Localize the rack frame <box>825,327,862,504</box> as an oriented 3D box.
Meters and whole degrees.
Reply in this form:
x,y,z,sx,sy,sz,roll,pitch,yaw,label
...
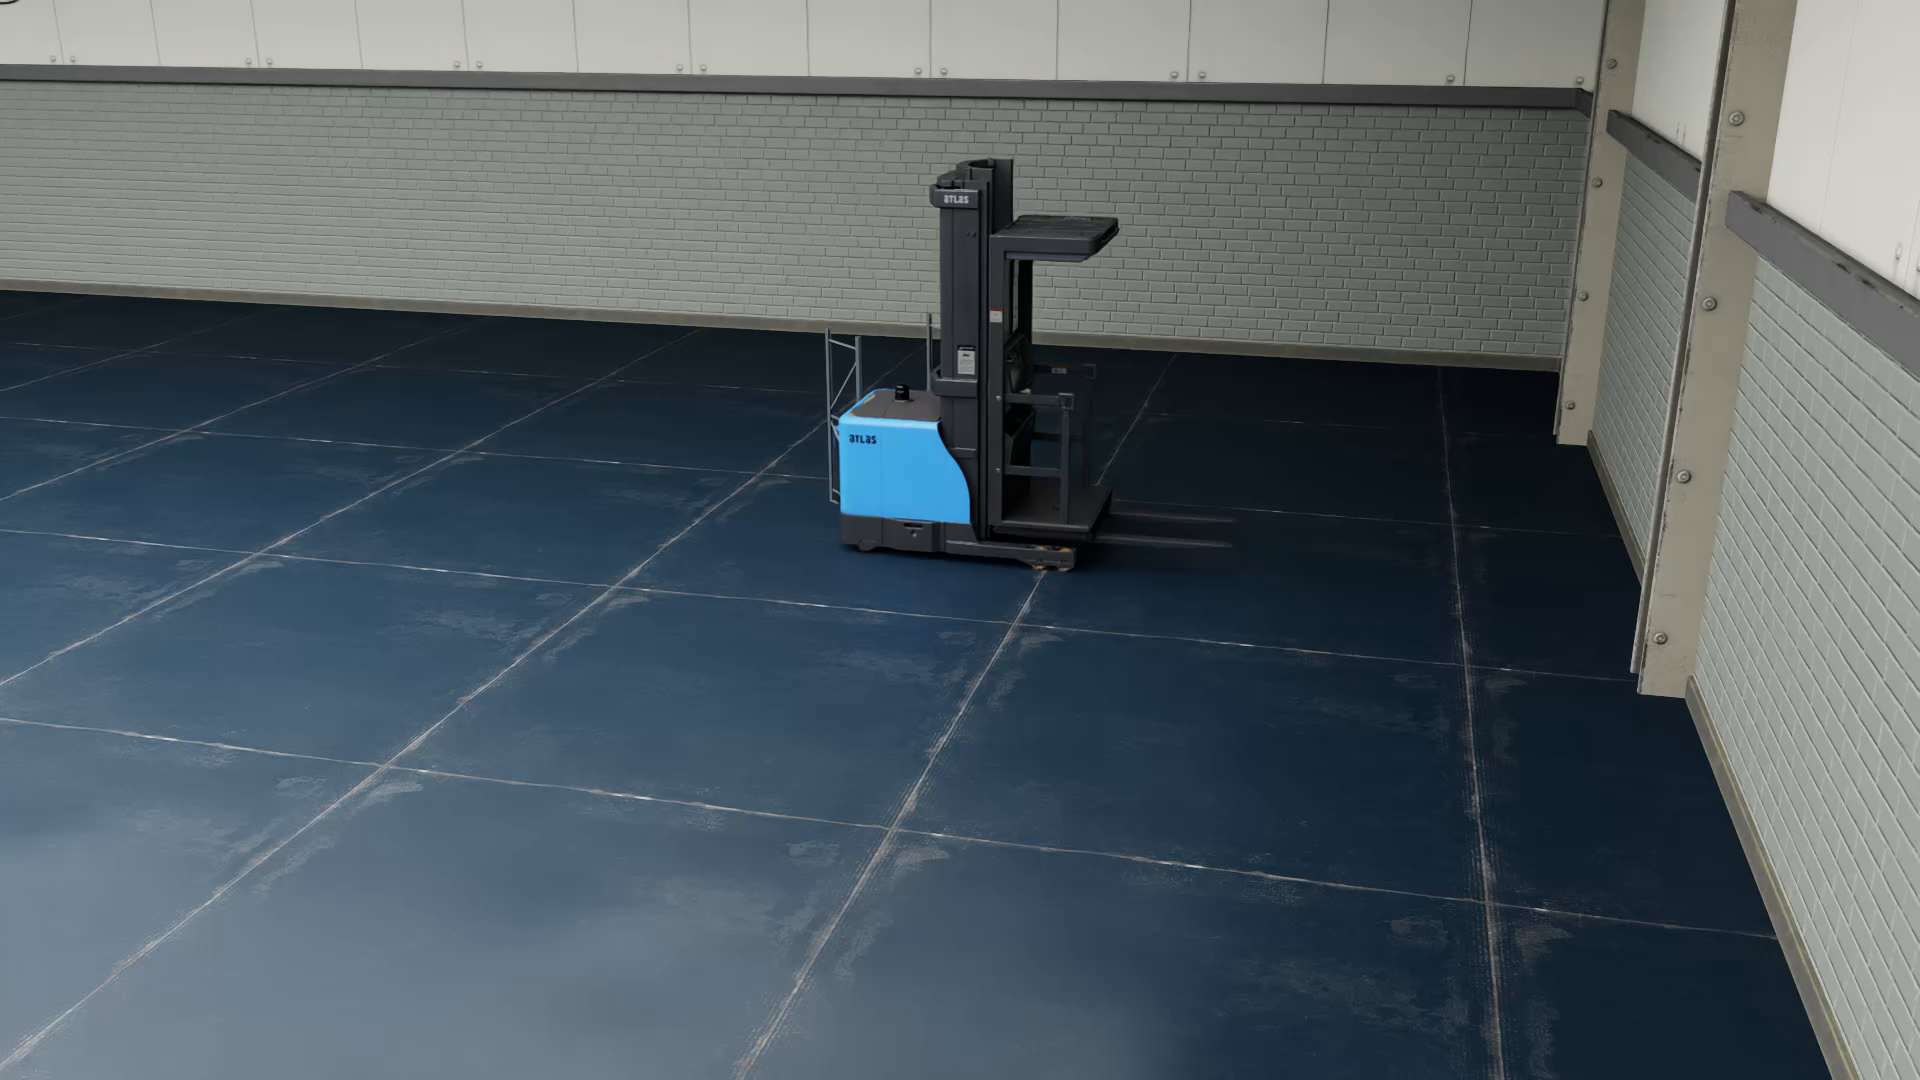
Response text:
x,y,z,sx,sy,sz,roll,pitch,yaw,label
-0.950,-0.980,13.735,0.032,1.500,0.500,-13,23,-34,rack frame

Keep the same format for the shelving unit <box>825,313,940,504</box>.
x,y,z,sx,sy,sz,roll,pitch,yaw,label
-0.539,-1.076,14.019,1.048,1.500,0.538,-13,23,-34,shelving unit

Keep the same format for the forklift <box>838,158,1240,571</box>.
x,y,z,sx,sy,sz,roll,pitch,yaw,label
0.635,-1.343,12.584,3.031,2.935,1.130,4,19,13,forklift

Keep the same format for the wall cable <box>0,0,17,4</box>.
x,y,z,sx,sy,sz,roll,pitch,yaw,label
-13.445,-9.391,21.498,2.305,6.003,0.169,5,19,13,wall cable

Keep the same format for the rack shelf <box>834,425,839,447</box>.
x,y,z,sx,sy,sz,roll,pitch,yaw,label
-0.539,-0.906,14.077,1.000,0.185,0.538,-13,23,-34,rack shelf

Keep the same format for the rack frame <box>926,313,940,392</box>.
x,y,z,sx,sy,sz,roll,pitch,yaw,label
-0.129,-1.173,14.302,0.032,1.500,0.500,-13,23,-34,rack frame

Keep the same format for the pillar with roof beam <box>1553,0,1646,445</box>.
x,y,z,sx,sy,sz,roll,pitch,yaw,label
1.722,-5.570,15.572,9.100,9.000,0.400,5,19,13,pillar with roof beam

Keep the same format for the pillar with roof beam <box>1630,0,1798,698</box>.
x,y,z,sx,sy,sz,roll,pitch,yaw,label
0.256,-3.689,10.066,9.100,9.000,0.400,5,19,13,pillar with roof beam
